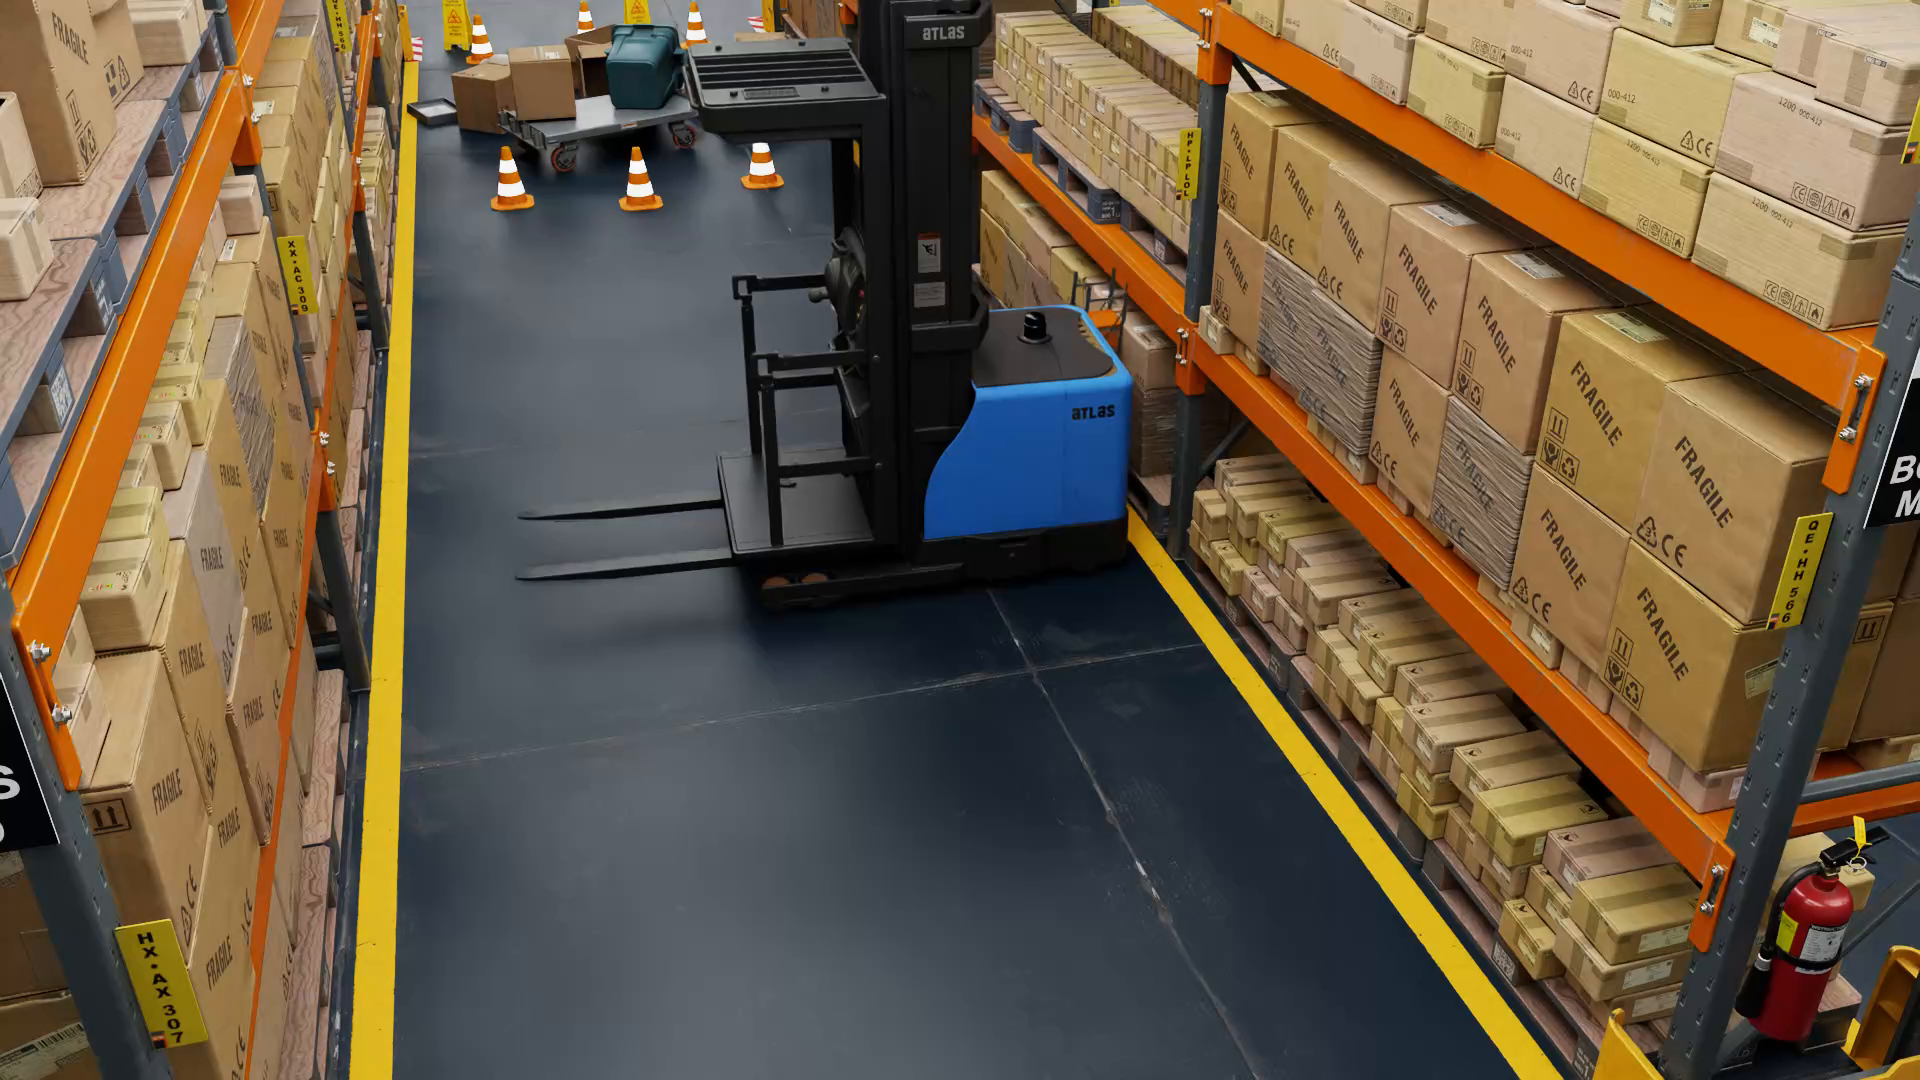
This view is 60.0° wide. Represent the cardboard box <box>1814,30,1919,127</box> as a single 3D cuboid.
[{"bbox_3d":[2.260,-1.089,3.896,0.380,0.149,0.250,-8,31,-14],"label":"cardboard box"}]

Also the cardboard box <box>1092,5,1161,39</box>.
[{"bbox_3d":[1.081,-3.364,10.805,0.380,0.149,0.250,-9,31,-15],"label":"cardboard box"}]

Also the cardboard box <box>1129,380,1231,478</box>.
[{"bbox_3d":[1.131,-0.701,9.043,0.500,0.500,0.500,-8,31,-14],"label":"cardboard box"}]

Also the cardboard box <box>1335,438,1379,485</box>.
[{"bbox_3d":[1.726,-0.359,6.626,0.380,0.149,0.250,-7,31,-11],"label":"cardboard box"}]

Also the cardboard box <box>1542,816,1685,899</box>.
[{"bbox_3d":[2.236,1.098,5.691,0.380,0.149,0.250,-7,31,-12],"label":"cardboard box"}]

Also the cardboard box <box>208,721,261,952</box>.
[{"bbox_3d":[-2.125,0.808,4.260,0.500,0.500,0.500,-8,31,-14],"label":"cardboard box"}]

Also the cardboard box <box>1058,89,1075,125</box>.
[{"bbox_3d":[0.787,-2.529,9.660,0.380,0.149,0.250,-8,31,-14],"label":"cardboard box"}]

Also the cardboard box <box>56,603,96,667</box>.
[{"bbox_3d":[-2.079,0.279,3.527,0.380,0.149,0.250,-7,31,-12],"label":"cardboard box"}]

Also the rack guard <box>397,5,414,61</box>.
[{"bbox_3d":[-6.340,-5.248,17.317,1.175,0.500,0.348,-8,31,-13],"label":"rack guard"}]

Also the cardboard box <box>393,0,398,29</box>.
[{"bbox_3d":[-5.896,-5.330,16.541,0.500,0.500,0.500,-8,31,-13],"label":"cardboard box"}]

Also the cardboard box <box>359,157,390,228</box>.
[{"bbox_3d":[-4.777,-2.543,12.354,0.950,0.372,0.625,-7,31,-12],"label":"cardboard box"}]

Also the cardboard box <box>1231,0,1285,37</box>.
[{"bbox_3d":[1.439,-2.252,6.802,0.500,0.250,0.500,-6,31,-11],"label":"cardboard box"}]

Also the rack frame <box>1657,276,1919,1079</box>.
[{"bbox_3d":[2.632,0.655,4.625,1.000,3.000,0.127,-8,31,-13],"label":"rack frame"}]

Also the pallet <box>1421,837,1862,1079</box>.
[{"bbox_3d":[2.430,1.428,6.073,1.003,0.211,1.213,-8,31,-13],"label":"pallet"}]

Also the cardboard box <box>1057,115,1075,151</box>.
[{"bbox_3d":[0.787,-2.399,9.732,0.380,0.149,0.250,-7,31,-13],"label":"cardboard box"}]

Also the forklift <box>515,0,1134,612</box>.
[{"bbox_3d":[-0.720,-1.206,7.908,3.031,2.935,1.130,-6,31,-10],"label":"forklift"}]

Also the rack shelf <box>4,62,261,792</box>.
[{"bbox_3d":[-2.645,-0.591,4.501,1.077,0.370,4.000,-8,31,-13],"label":"rack shelf"}]

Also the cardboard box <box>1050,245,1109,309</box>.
[{"bbox_3d":[0.851,-1.531,9.729,0.500,0.250,0.500,-9,31,-15],"label":"cardboard box"}]

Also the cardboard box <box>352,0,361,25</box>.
[{"bbox_3d":[-4.669,-3.923,12.366,0.380,0.149,0.250,-8,31,-13],"label":"cardboard box"}]

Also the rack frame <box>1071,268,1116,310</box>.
[{"bbox_3d":[0.675,-0.934,9.119,0.240,1.200,0.006,-8,36,-18],"label":"rack frame"}]

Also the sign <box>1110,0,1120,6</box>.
[{"bbox_3d":[1.029,-3.753,11.163,0.100,0.325,0.005,-8,31,-13],"label":"sign"}]

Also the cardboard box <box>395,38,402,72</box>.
[{"bbox_3d":[-5.757,-4.752,16.291,0.500,0.250,0.500,-8,31,-13],"label":"cardboard box"}]

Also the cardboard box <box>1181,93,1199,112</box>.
[{"bbox_3d":[1.492,-2.486,9.585,0.380,0.149,0.250,-8,31,-14],"label":"cardboard box"}]

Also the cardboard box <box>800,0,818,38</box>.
[{"bbox_3d":[-1.136,-5.592,17.118,0.875,0.875,0.875,-8,31,-14],"label":"cardboard box"}]

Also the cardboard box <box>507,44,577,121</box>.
[{"bbox_3d":[-3.591,-3.931,14.287,0.500,0.500,0.500,-8,31,-13],"label":"cardboard box"}]

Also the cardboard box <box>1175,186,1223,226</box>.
[{"bbox_3d":[1.274,-1.645,8.132,0.380,0.149,0.250,-7,31,-12],"label":"cardboard box"}]

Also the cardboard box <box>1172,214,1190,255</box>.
[{"bbox_3d":[1.274,-1.516,8.206,0.380,0.149,0.250,-9,31,-14],"label":"cardboard box"}]

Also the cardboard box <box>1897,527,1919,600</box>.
[{"bbox_3d":[2.769,-0.202,4.710,0.500,0.500,0.500,-8,31,-14],"label":"cardboard box"}]

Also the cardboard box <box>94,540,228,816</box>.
[{"bbox_3d":[-2.110,0.367,4.023,0.500,0.500,0.500,-9,31,-15],"label":"cardboard box"}]

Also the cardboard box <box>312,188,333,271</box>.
[{"bbox_3d":[-3.294,-1.467,7.941,0.500,0.250,0.500,-7,31,-13],"label":"cardboard box"}]

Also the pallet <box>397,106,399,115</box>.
[{"bbox_3d":[-5.839,-4.137,15.687,1.003,0.211,1.213,-8,31,-13],"label":"pallet"}]

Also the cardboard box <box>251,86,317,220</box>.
[{"bbox_3d":[-3.307,-1.782,7.736,0.500,0.500,0.500,-9,31,-15],"label":"cardboard box"}]

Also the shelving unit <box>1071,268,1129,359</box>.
[{"bbox_3d":[0.705,-0.883,9.049,0.258,1.200,0.189,-8,36,-18],"label":"shelving unit"}]

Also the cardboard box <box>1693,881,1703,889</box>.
[{"bbox_3d":[2.722,1.151,5.897,0.380,0.149,0.250,-8,31,-14],"label":"cardboard box"}]

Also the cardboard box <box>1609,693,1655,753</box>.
[{"bbox_3d":[2.243,0.518,5.111,0.380,0.149,0.250,-8,31,-13],"label":"cardboard box"}]

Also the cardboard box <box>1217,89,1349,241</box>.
[{"bbox_3d":[1.455,-1.632,7.180,0.500,0.500,0.500,-7,31,-12],"label":"cardboard box"}]

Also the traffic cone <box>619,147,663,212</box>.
[{"bbox_3d":[-2.579,-2.916,13.327,0.336,0.463,0.334,-8,31,-13],"label":"traffic cone"}]

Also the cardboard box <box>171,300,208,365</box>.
[{"bbox_3d":[-2.508,-0.595,5.038,0.380,0.149,0.250,-8,31,-14],"label":"cardboard box"}]

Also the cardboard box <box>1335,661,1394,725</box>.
[{"bbox_3d":[1.777,0.606,6.838,0.380,0.149,0.250,-8,31,-13],"label":"cardboard box"}]

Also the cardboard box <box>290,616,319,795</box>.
[{"bbox_3d":[-3.112,0.674,6.729,0.875,0.438,0.875,-8,31,-14],"label":"cardboard box"}]

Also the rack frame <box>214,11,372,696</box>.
[{"bbox_3d":[-3.175,-0.570,6.741,1.000,3.000,0.127,-8,31,-13],"label":"rack frame"}]

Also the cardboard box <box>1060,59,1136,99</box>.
[{"bbox_3d":[0.795,-2.656,9.582,0.380,0.149,0.250,-7,31,-12],"label":"cardboard box"}]

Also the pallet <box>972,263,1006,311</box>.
[{"bbox_3d":[0.715,-1.625,11.346,1.003,0.211,1.213,-8,31,-13],"label":"pallet"}]

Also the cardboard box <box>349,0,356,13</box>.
[{"bbox_3d":[-4.691,-4.106,12.034,0.500,0.500,0.500,-7,31,-12],"label":"cardboard box"}]

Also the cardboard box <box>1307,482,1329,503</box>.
[{"bbox_3d":[1.960,-0.244,8.307,0.380,0.149,0.250,-7,31,-12],"label":"cardboard box"}]

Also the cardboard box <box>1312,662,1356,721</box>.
[{"bbox_3d":[1.741,0.615,7.120,0.380,0.149,0.250,-9,31,-15],"label":"cardboard box"}]

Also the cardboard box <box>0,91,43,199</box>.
[{"bbox_3d":[-2.463,-0.853,3.804,0.500,0.311,0.500,-7,31,-12],"label":"cardboard box"}]

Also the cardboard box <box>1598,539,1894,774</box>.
[{"bbox_3d":[2.265,0.300,4.841,0.500,0.500,0.500,-7,31,-12],"label":"cardboard box"}]

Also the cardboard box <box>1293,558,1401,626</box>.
[{"bbox_3d":[1.673,0.224,7.201,0.380,0.149,0.250,-7,31,-12],"label":"cardboard box"}]

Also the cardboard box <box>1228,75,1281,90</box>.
[{"bbox_3d":[1.565,-2.484,9.284,0.380,0.149,0.250,-7,31,-11],"label":"cardboard box"}]

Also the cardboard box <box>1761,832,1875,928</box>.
[{"bbox_3d":[2.820,1.151,5.600,0.380,0.149,0.250,-9,31,-16],"label":"cardboard box"}]

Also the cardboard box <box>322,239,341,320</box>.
[{"bbox_3d":[-3.297,-1.252,8.069,0.500,0.250,0.500,-8,31,-14],"label":"cardboard box"}]

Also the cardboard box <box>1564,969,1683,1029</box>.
[{"bbox_3d":[2.291,1.480,5.625,0.380,0.149,0.250,-7,31,-12],"label":"cardboard box"}]

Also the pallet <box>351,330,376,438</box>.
[{"bbox_3d":[-4.100,-0.905,10.102,1.003,0.211,1.213,-8,31,-13],"label":"pallet"}]
